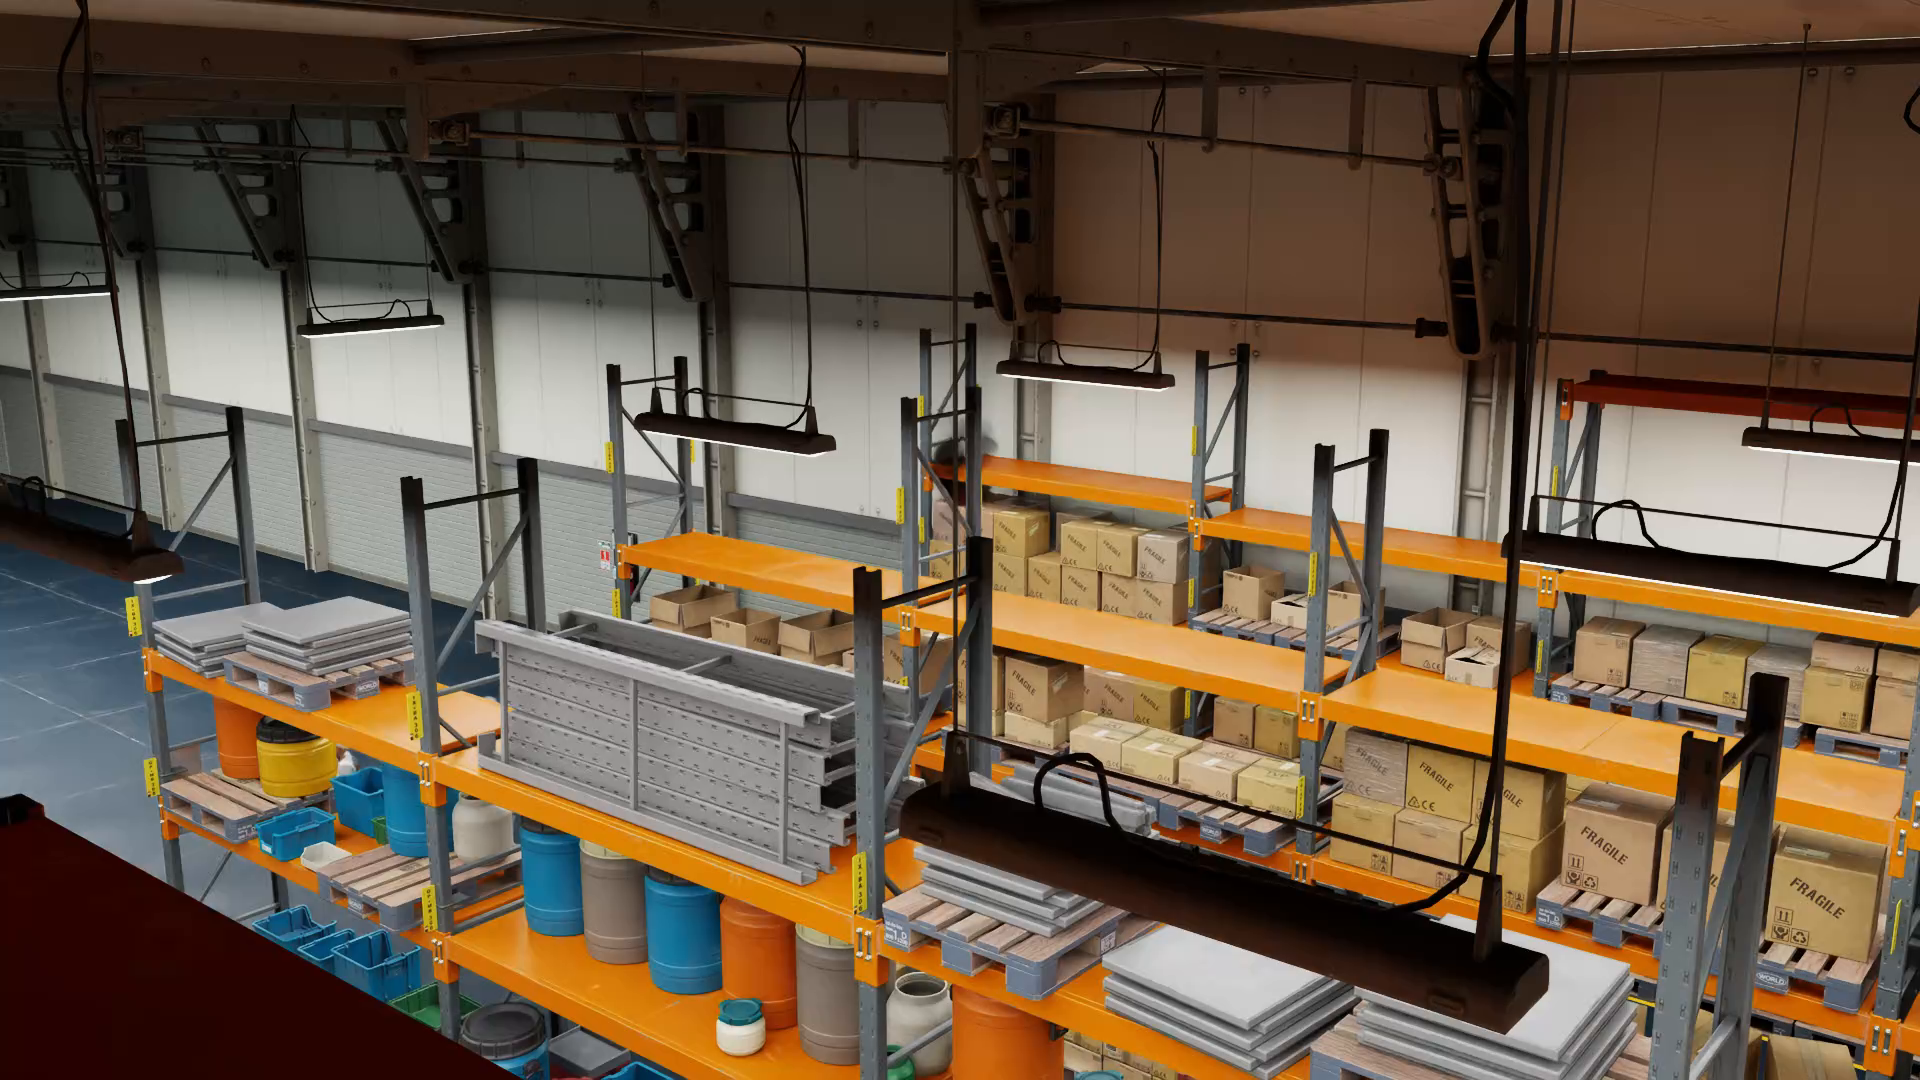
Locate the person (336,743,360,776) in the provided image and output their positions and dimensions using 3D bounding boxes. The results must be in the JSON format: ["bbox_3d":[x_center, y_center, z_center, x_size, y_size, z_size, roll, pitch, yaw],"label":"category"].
[{"bbox_3d":[-7.025,3.037,18.787,0.706,1.790,0.666,-8,15,-33],"label":"person"}]
